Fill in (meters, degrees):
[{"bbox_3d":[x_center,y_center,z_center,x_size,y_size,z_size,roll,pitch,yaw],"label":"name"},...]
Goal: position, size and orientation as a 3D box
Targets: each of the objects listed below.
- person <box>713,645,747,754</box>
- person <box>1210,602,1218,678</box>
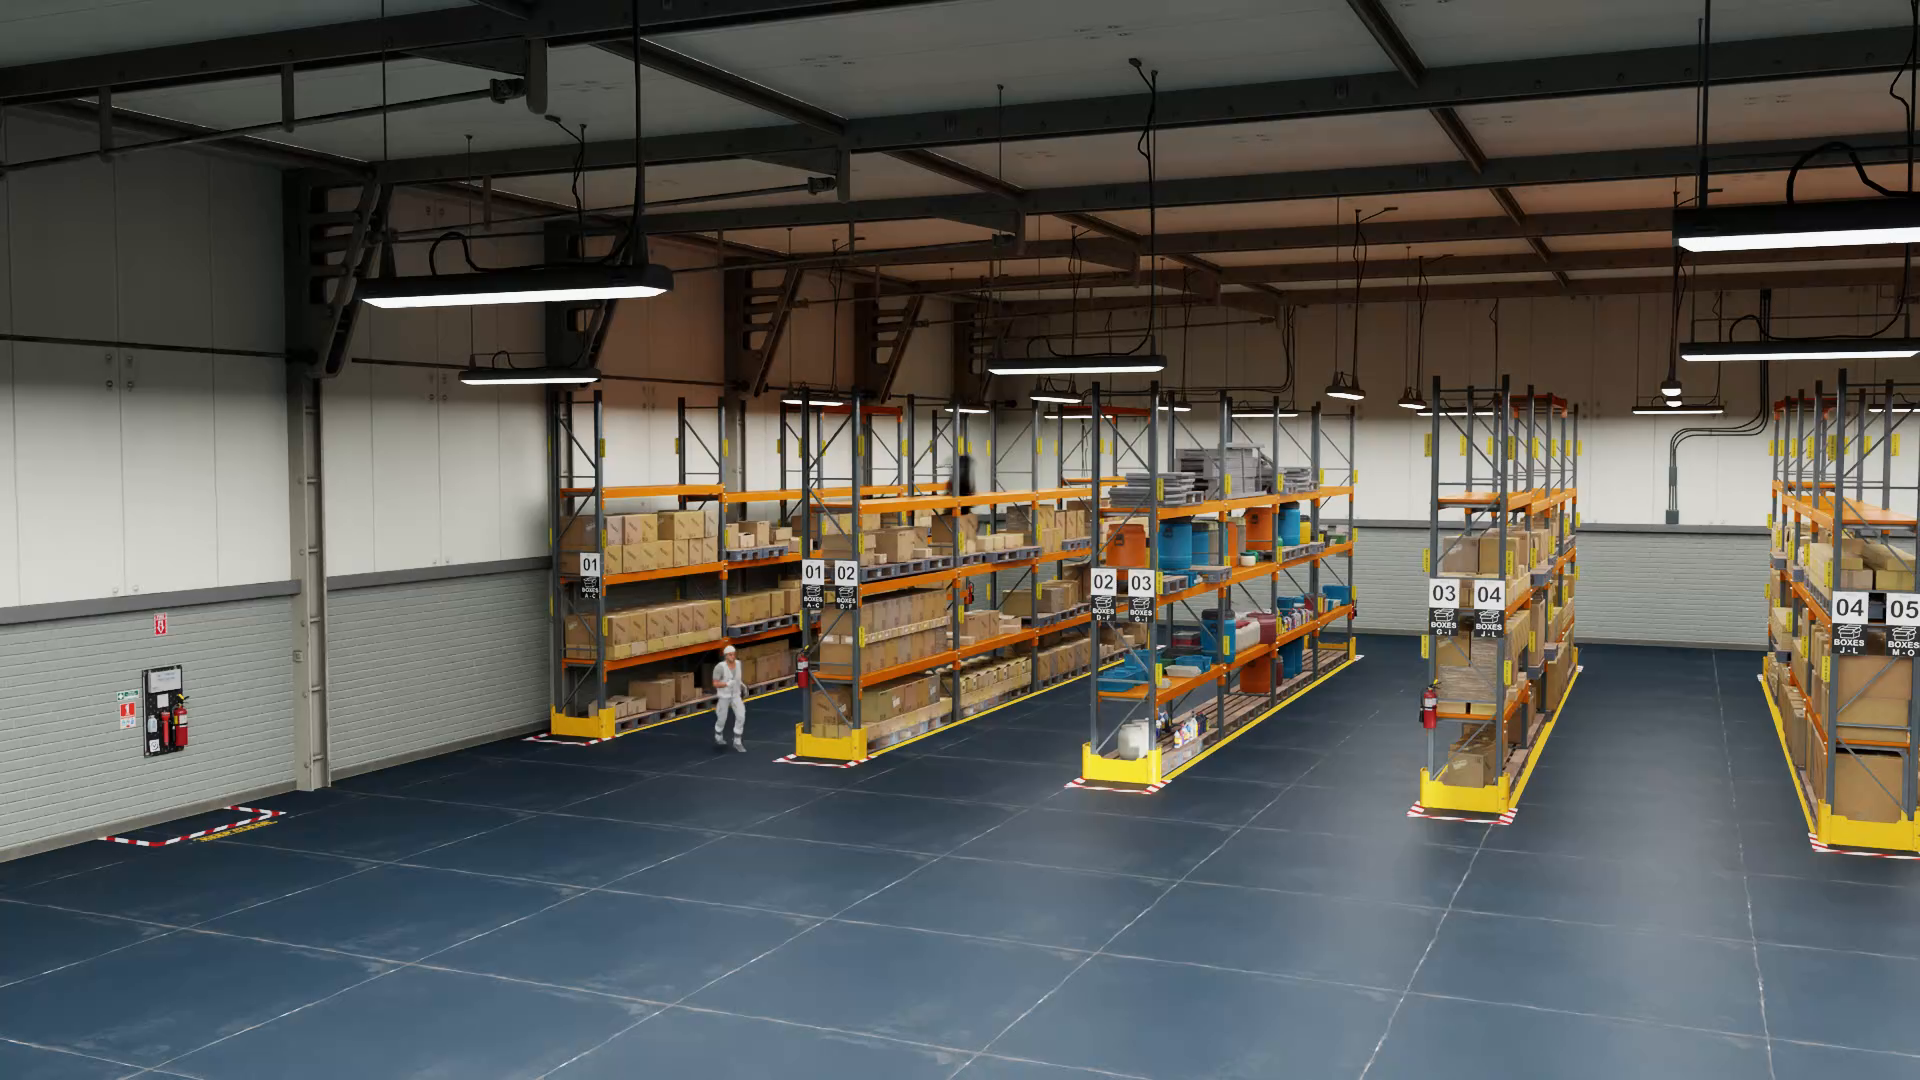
[{"bbox_3d":[-3.810,2.602,27.398,0.672,1.769,0.952,-2,4,-29],"label":"person"},{"bbox_3d":[5.437,2.176,35.844,0.576,1.684,0.653,2,4,26],"label":"person"}]
